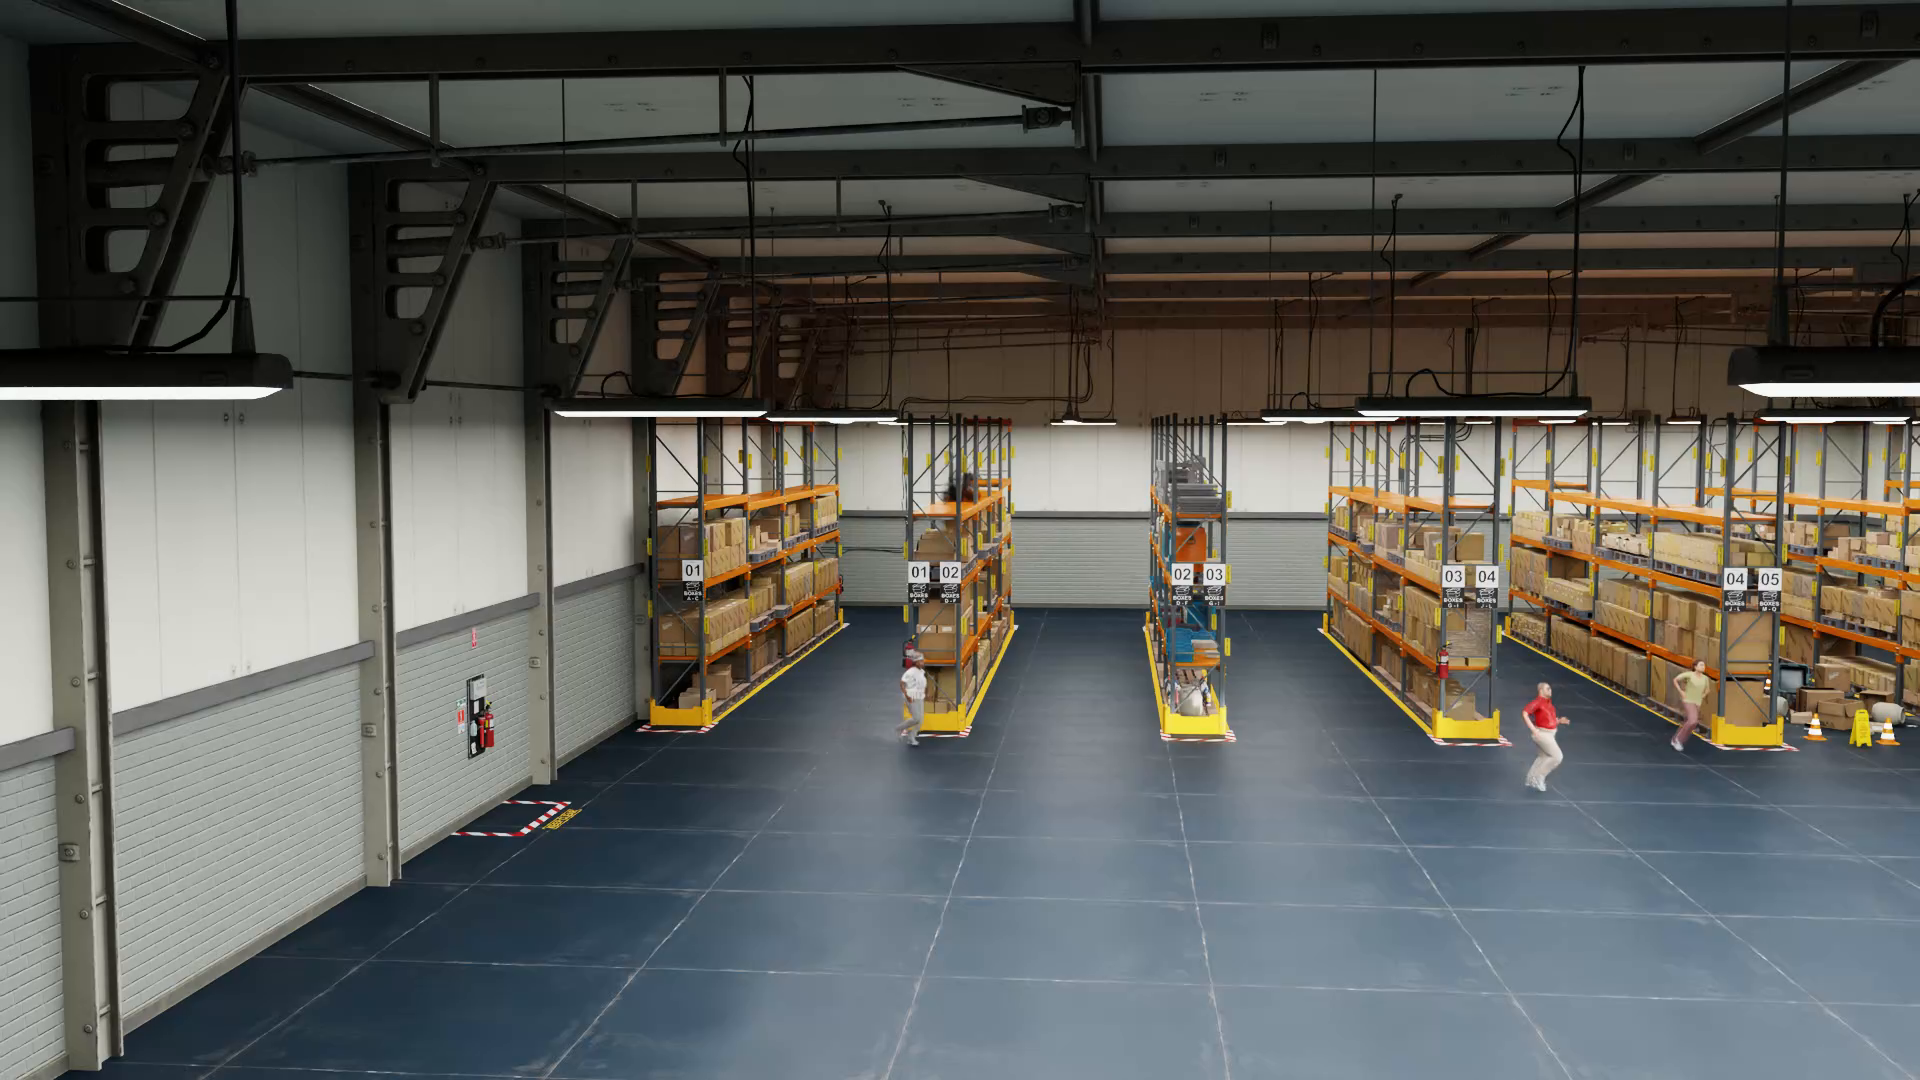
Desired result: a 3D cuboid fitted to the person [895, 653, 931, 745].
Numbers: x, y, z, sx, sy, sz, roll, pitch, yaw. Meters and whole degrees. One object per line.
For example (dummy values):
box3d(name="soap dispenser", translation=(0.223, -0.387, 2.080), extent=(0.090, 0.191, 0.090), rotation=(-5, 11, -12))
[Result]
box3d(name="person", translation=(-0.821, 2.872, 30.210), extent=(0.535, 1.633, 0.639), rotation=(3, 5, 37))

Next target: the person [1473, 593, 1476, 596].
box3d(name="person", translation=(13.960, 1.741, 46.378), extent=(0.786, 1.755, 0.944), rotation=(2, 5, 33))

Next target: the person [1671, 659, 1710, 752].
box3d(name="person", translation=(13.000, 2.923, 29.531), extent=(0.593, 1.658, 0.602), rotation=(-1, 4, -17))

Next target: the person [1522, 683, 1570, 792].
box3d(name="person", translation=(9.247, 3.108, 26.191), extent=(0.670, 1.717, 0.646), rotation=(2, 5, 33))
